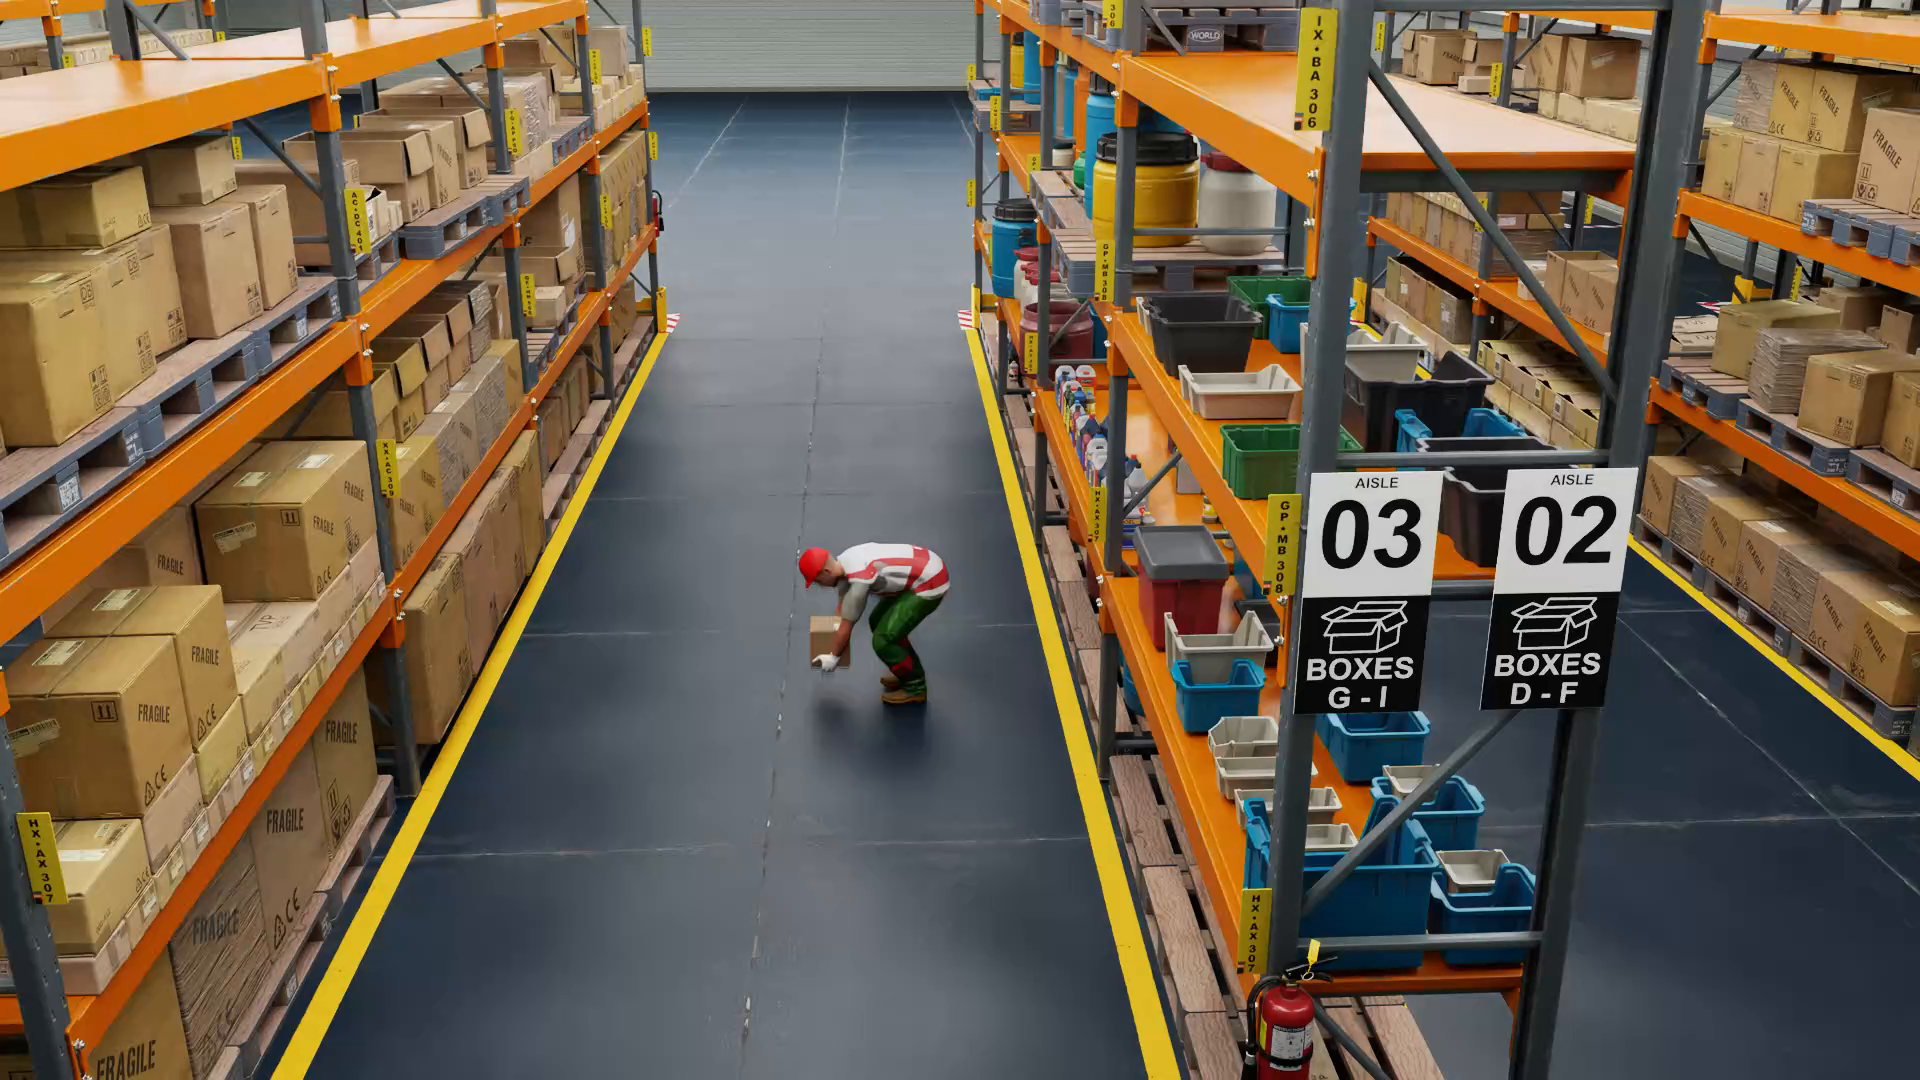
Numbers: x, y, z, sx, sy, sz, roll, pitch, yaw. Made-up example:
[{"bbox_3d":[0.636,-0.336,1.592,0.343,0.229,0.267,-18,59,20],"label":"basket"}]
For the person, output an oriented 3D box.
[{"bbox_3d":[-0.542,0.522,10.708,0.959,1.036,0.532,-2,20,-6],"label":"person"}]
